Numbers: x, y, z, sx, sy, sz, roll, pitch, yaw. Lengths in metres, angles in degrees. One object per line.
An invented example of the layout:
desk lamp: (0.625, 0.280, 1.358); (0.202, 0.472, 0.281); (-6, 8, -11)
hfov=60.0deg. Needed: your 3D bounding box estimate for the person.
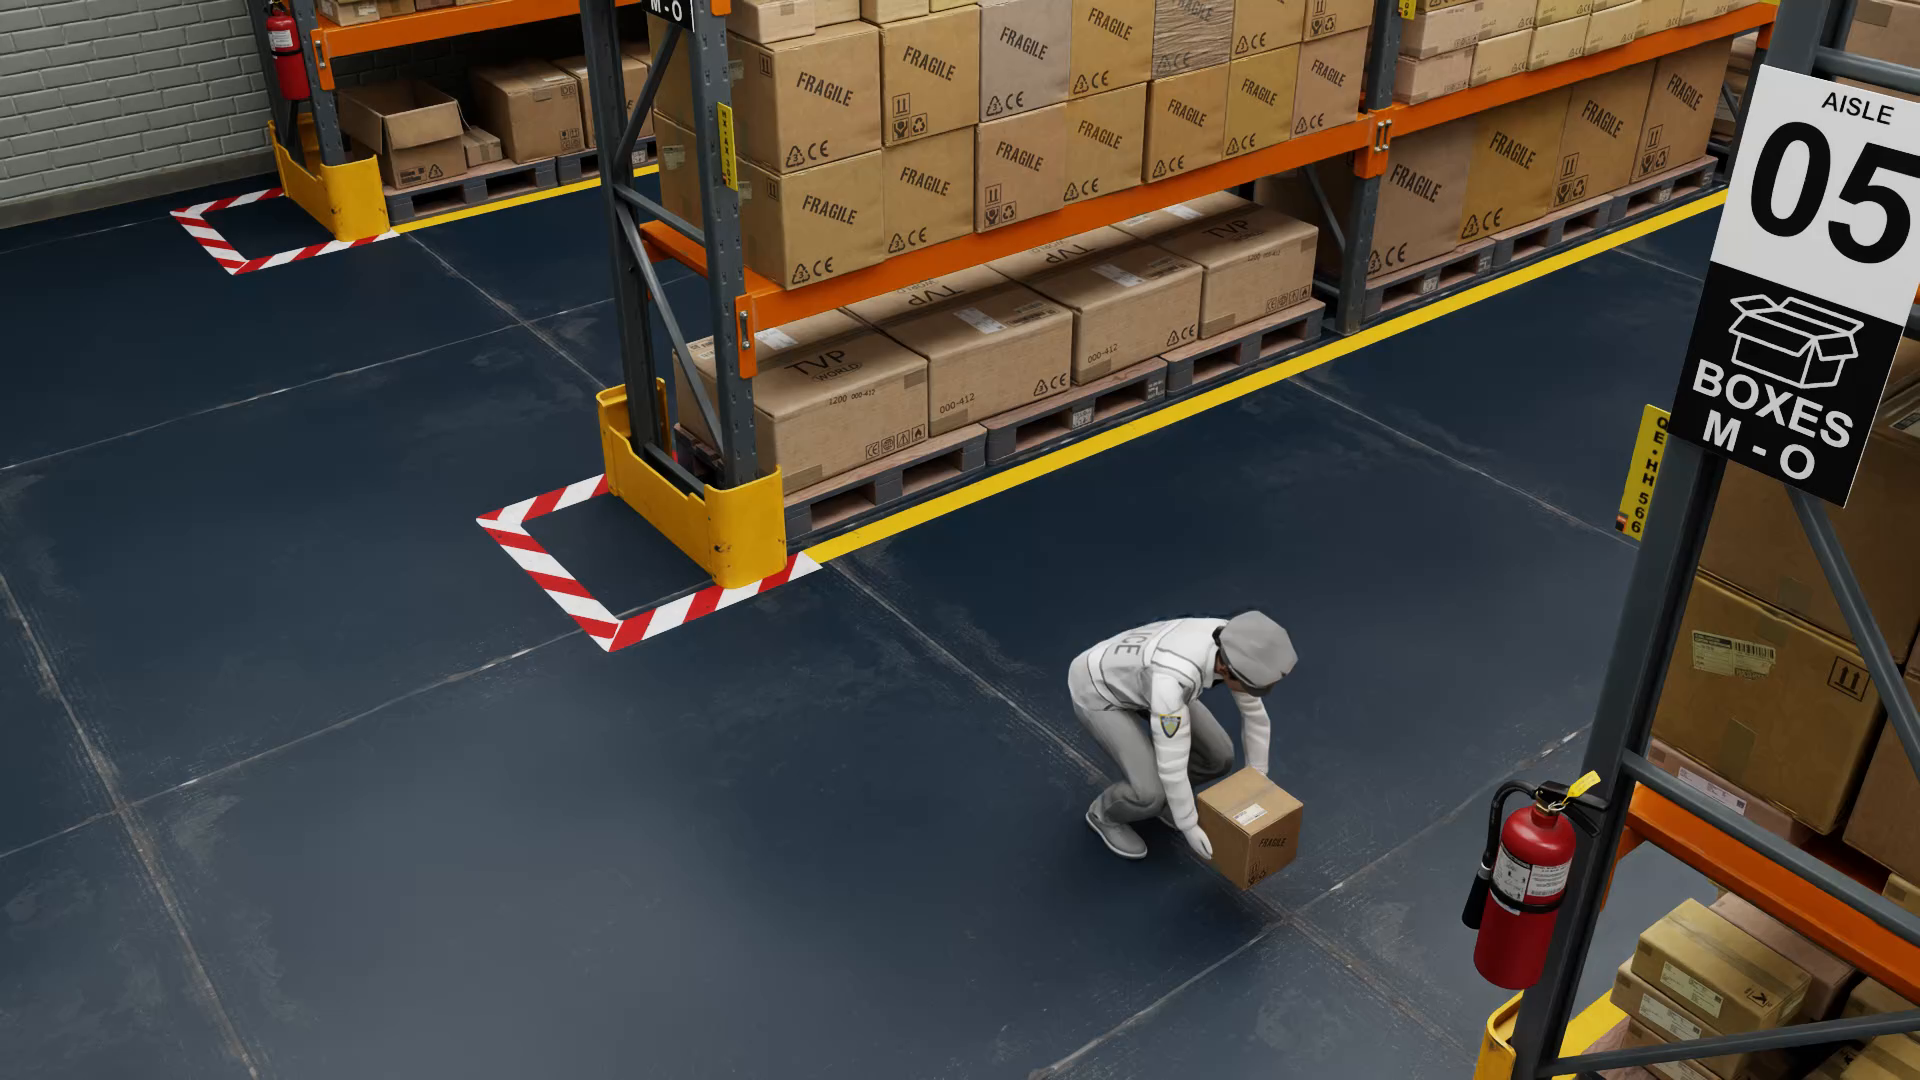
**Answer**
person: (0.754, 0.619, 5.717); (0.505, 1.073, 0.815); (-23, 39, -31)
